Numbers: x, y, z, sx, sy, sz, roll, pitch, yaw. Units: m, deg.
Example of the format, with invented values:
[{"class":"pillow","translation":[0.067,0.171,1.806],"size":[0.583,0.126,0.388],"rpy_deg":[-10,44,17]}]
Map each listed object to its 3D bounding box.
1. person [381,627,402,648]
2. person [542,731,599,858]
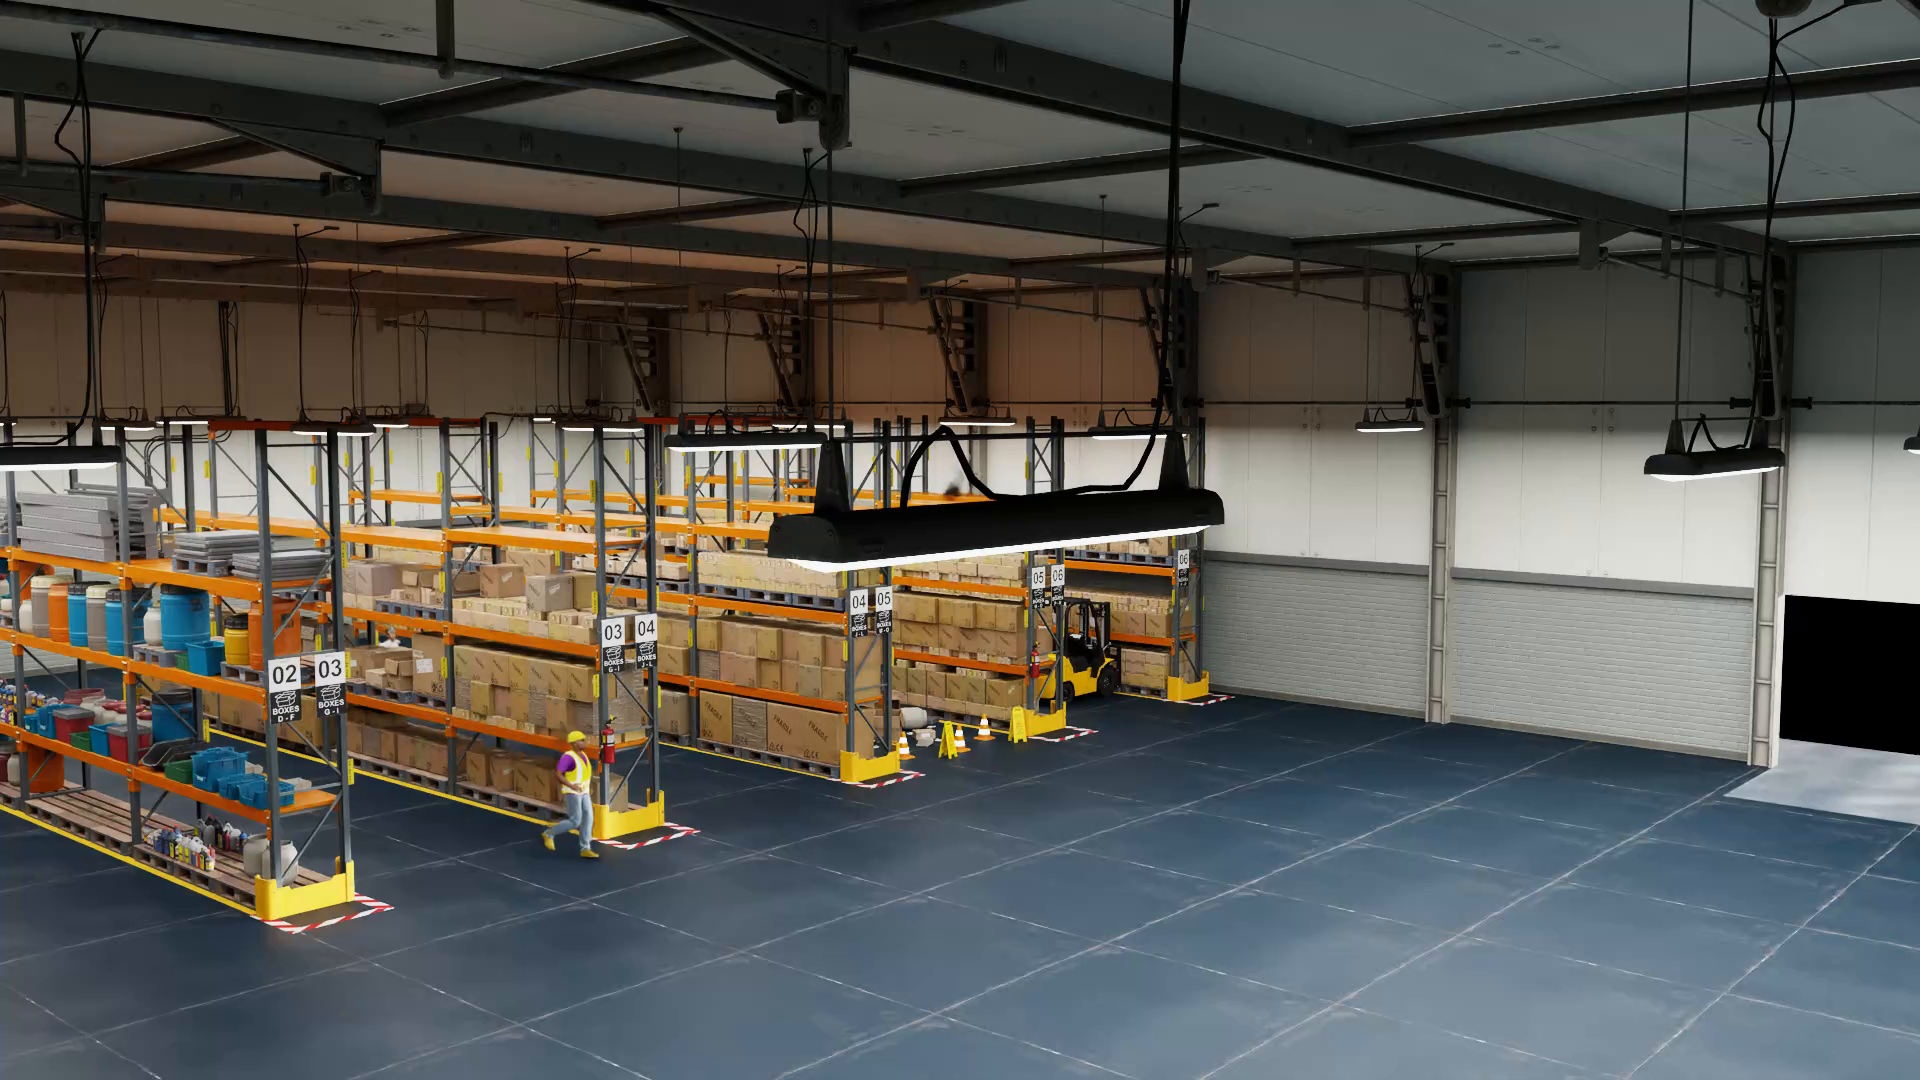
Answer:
[{"class":"person","translation":[-11.802,2.630,34.708],"size":[0.719,1.656,0.632],"rpy_deg":[4,6,42]},{"class":"person","translation":[-5.359,3.538,23.276],"size":[0.859,1.718,0.763],"rpy_deg":[1,5,16]}]
